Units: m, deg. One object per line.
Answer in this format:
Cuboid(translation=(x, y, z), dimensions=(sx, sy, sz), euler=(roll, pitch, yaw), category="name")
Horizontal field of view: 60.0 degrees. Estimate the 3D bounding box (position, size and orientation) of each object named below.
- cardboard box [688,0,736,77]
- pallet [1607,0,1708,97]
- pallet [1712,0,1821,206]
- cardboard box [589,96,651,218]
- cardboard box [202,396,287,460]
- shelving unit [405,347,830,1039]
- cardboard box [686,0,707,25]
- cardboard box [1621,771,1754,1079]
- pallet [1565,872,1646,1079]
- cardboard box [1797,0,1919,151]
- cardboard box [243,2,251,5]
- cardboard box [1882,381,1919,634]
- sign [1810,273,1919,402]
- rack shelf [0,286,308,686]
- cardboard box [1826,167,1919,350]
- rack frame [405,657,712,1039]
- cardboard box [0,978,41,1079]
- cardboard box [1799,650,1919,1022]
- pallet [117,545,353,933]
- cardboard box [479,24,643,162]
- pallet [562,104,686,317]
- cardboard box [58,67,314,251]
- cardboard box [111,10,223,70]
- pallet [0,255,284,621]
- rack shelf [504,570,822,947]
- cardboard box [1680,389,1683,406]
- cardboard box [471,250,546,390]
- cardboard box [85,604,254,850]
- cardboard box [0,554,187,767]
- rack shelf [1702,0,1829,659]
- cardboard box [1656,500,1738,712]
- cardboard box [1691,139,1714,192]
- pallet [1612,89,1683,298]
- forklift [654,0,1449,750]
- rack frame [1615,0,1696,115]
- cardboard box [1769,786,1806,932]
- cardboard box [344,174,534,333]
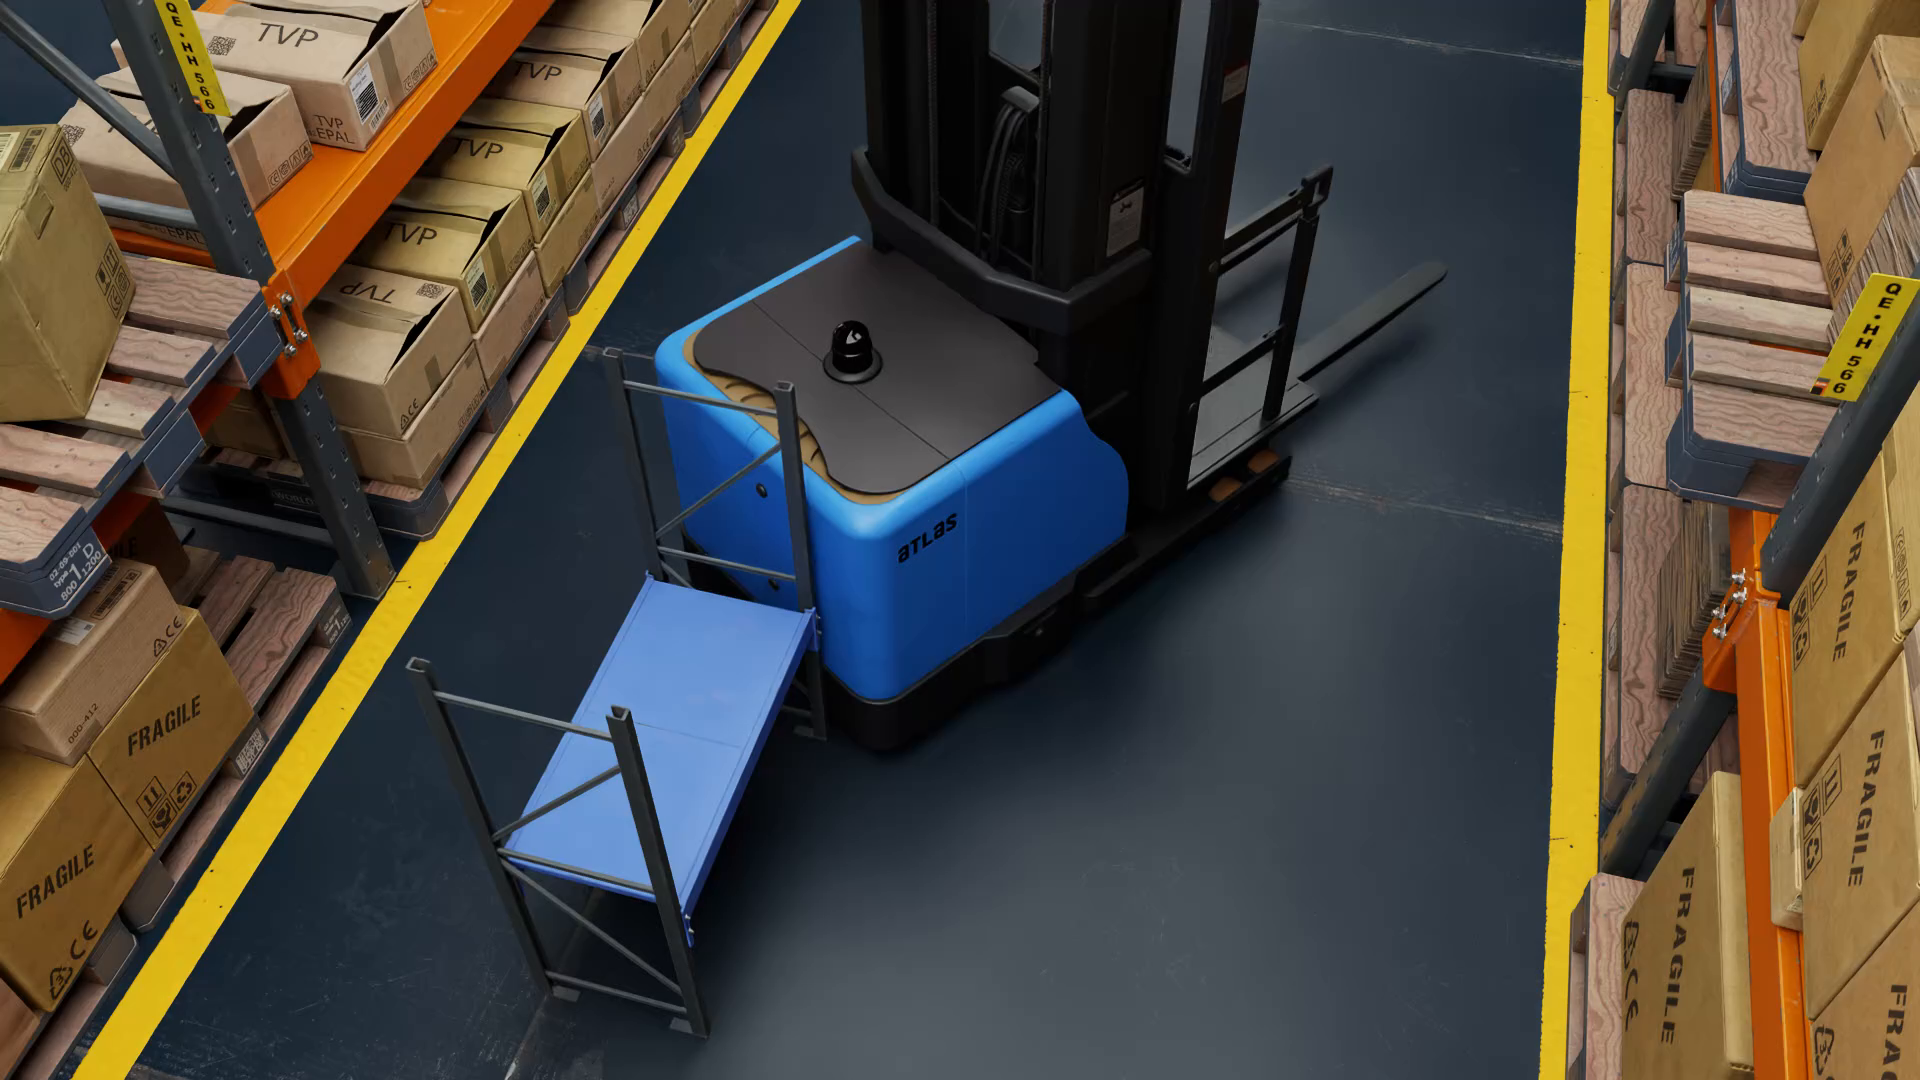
Cuboid(translation=(-1.319, -2.326, 7.356), dimensions=(0.500, 0.250, 0.500), euler=(11, 49, 9), category="cardboard box")
Cuboid(translation=(3.568, -2.415, 7.740), dimensions=(1.003, 0.211, 1.213), euler=(12, 50, 10), category="pallet")
Cuboid(translation=(2.854, -1.328, 5.049), dimensions=(1.003, 0.211, 1.213), euler=(12, 50, 10), category="pallet")
Cuboid(translation=(-1.589, -1.588, 6.705), dimensions=(0.500, 0.250, 0.500), euler=(12, 50, 11), category="cardboard box")
Cuboid(translation=(-2.504, -0.584, 5.818), dimensions=(0.500, 0.250, 0.500), euler=(13, 50, 11), category="cardboard box")
Cuboid(translation=(-0.790, 0.439, 4.362), dimensions=(0.538, 1.500, 1.048), euler=(12, 50, 10), category="shelving unit")
Cuboid(translation=(-1.316, -2.507, 7.142), dimensions=(0.500, 0.311, 0.500), euler=(13, 50, 11), category="cardboard box")
Cuboid(translation=(2.052, 1.127, 3.908), dimensions=(0.750, 0.750, 0.750), euler=(11, 49, 10), category="cardboard box")
Cuboid(translation=(2.092, 1.527, 4.262), dimensions=(1.003, 0.211, 1.213), euler=(12, 50, 10), category="pallet")
Cuboid(translation=(2.793, -1.377, 4.605), dimensions=(0.700, 0.500, 0.500), euler=(12, 50, 10), category="cardboard box")
Cuboid(translation=(-2.126, -1.776, 5.485), dimensions=(0.380, 0.149, 0.250), euler=(15, 50, 13), category="cardboard box")
Cuboid(translation=(1.997, -0.039, 3.005), dimensions=(0.500, 0.250, 0.500), euler=(13, 50, 11), category="cardboard box")
Cuboid(translation=(1.846, -0.408, 3.390), dimensions=(0.100, 0.325, 0.005), euler=(12, 50, 10), category="sign")
Cuboid(translation=(-2.934, 0.759, 3.560), dimensions=(1.077, 0.370, 4.000), euler=(12, 50, 10), category="rack shelf")
Cuboid(translation=(2.487, -0.472, 3.806), dimensions=(0.700, 0.500, 0.500), euler=(6, 49, 6), category="cardboard box")
Cuboid(translation=(-0.927, 0.806, 4.038), dimensions=(0.500, 1.500, 0.032), euler=(12, 50, 10), category="rack frame")
Cuboid(translation=(-2.696, 1.233, 4.035), dimensions=(0.500, 0.500, 0.500), euler=(10, 49, 9), category="cardboard box")
Cuboid(translation=(1.851, 0.588, 2.952), dimensions=(0.500, 0.500, 0.500), euler=(13, 50, 11), category="cardboard box")
Cuboid(translation=(-2.641, 0.529, 5.142), dimensions=(1.003, 0.211, 1.213), euler=(12, 50, 10), category="pallet")
Cuboid(translation=(-1.585, -1.784, 6.503), dimensions=(0.500, 0.311, 0.500), euler=(11, 49, 10), category="cardboard box")
Cuboid(translation=(-1.830, -1.471, 6.907), dimensions=(1.003, 0.211, 1.213), euler=(12, 50, 10), category="pallet")
Cuboid(translation=(-2.270, -1.151, 4.825), dimensions=(0.500, 0.311, 0.500), euler=(14, 50, 12), category="cardboard box")
Cuboid(translation=(-2.437, -1.548, 5.283), dimensions=(0.380, 0.149, 0.250), euler=(12, 50, 10), category="cardboard box")
Cuboid(translation=(-2.518, -0.358, 4.194), dimensions=(1.213, 0.211, 1.003), euler=(12, 50, 10), category="pallet")
Cuboid(translation=(-0.790, 0.558, 4.497), dimensions=(0.538, 0.185, 1.000), euler=(12, 50, 10), category="rack shelf")
Cuboid(translation=(2.863, -0.515, 5.578), dimensions=(0.700, 0.500, 0.500), euler=(11, 50, 10), category="cardboard box")
Cuboid(translation=(-1.855, -0.840, 6.044), dimensions=(0.500, 0.250, 0.500), euler=(10, 49, 9), category="cardboard box")
Cuboid(translation=(-2.427, 0.478, 4.701), dimensions=(0.500, 0.500, 0.500), euler=(13, 50, 12), category="cardboard box")
Cuboid(translation=(-2.438, 0.272, 4.383), dimensions=(0.500, 0.250, 0.500), euler=(13, 50, 11), category="cardboard box")
Cuboid(translation=(2.899, -1.160, 5.253), dimensions=(1.077, 0.370, 4.000), euler=(12, 50, 10), category="rack shelf")
Cuboid(translation=(2.512, 0.199, 4.947), dimensions=(0.700, 0.500, 0.500), euler=(12, 50, 11), category="cardboard box")
Cuboid(translation=(3.160, -1.244, 6.221), dimensions=(0.700, 0.500, 0.500), euler=(11, 49, 9), category="cardboard box")
Cuboid(translation=(3.222, -1.358, 6.808), dimensions=(1.003, 0.211, 1.213), euler=(12, 50, 10), category="pallet")
Cuboid(translation=(0.528, -1.296, 4.939), dimensions=(3.031, 2.935, 1.130), euler=(-34, 57, -26), category="forklift")
Cuboid(translation=(3.425, -2.844, 6.260), dimensions=(1.000, 3.000, 0.127), euler=(12, 50, 10), category="rack frame")
Cuboid(translation=(1.836, 0.674, 3.309), dimensions=(0.380, 0.149, 0.250), euler=(13, 50, 11), category="cardboard box")
Cuboid(translation=(-1.856, -1.043, 5.850), dimensions=(0.500, 0.311, 0.500), euler=(10, 49, 9), category="cardboard box")
